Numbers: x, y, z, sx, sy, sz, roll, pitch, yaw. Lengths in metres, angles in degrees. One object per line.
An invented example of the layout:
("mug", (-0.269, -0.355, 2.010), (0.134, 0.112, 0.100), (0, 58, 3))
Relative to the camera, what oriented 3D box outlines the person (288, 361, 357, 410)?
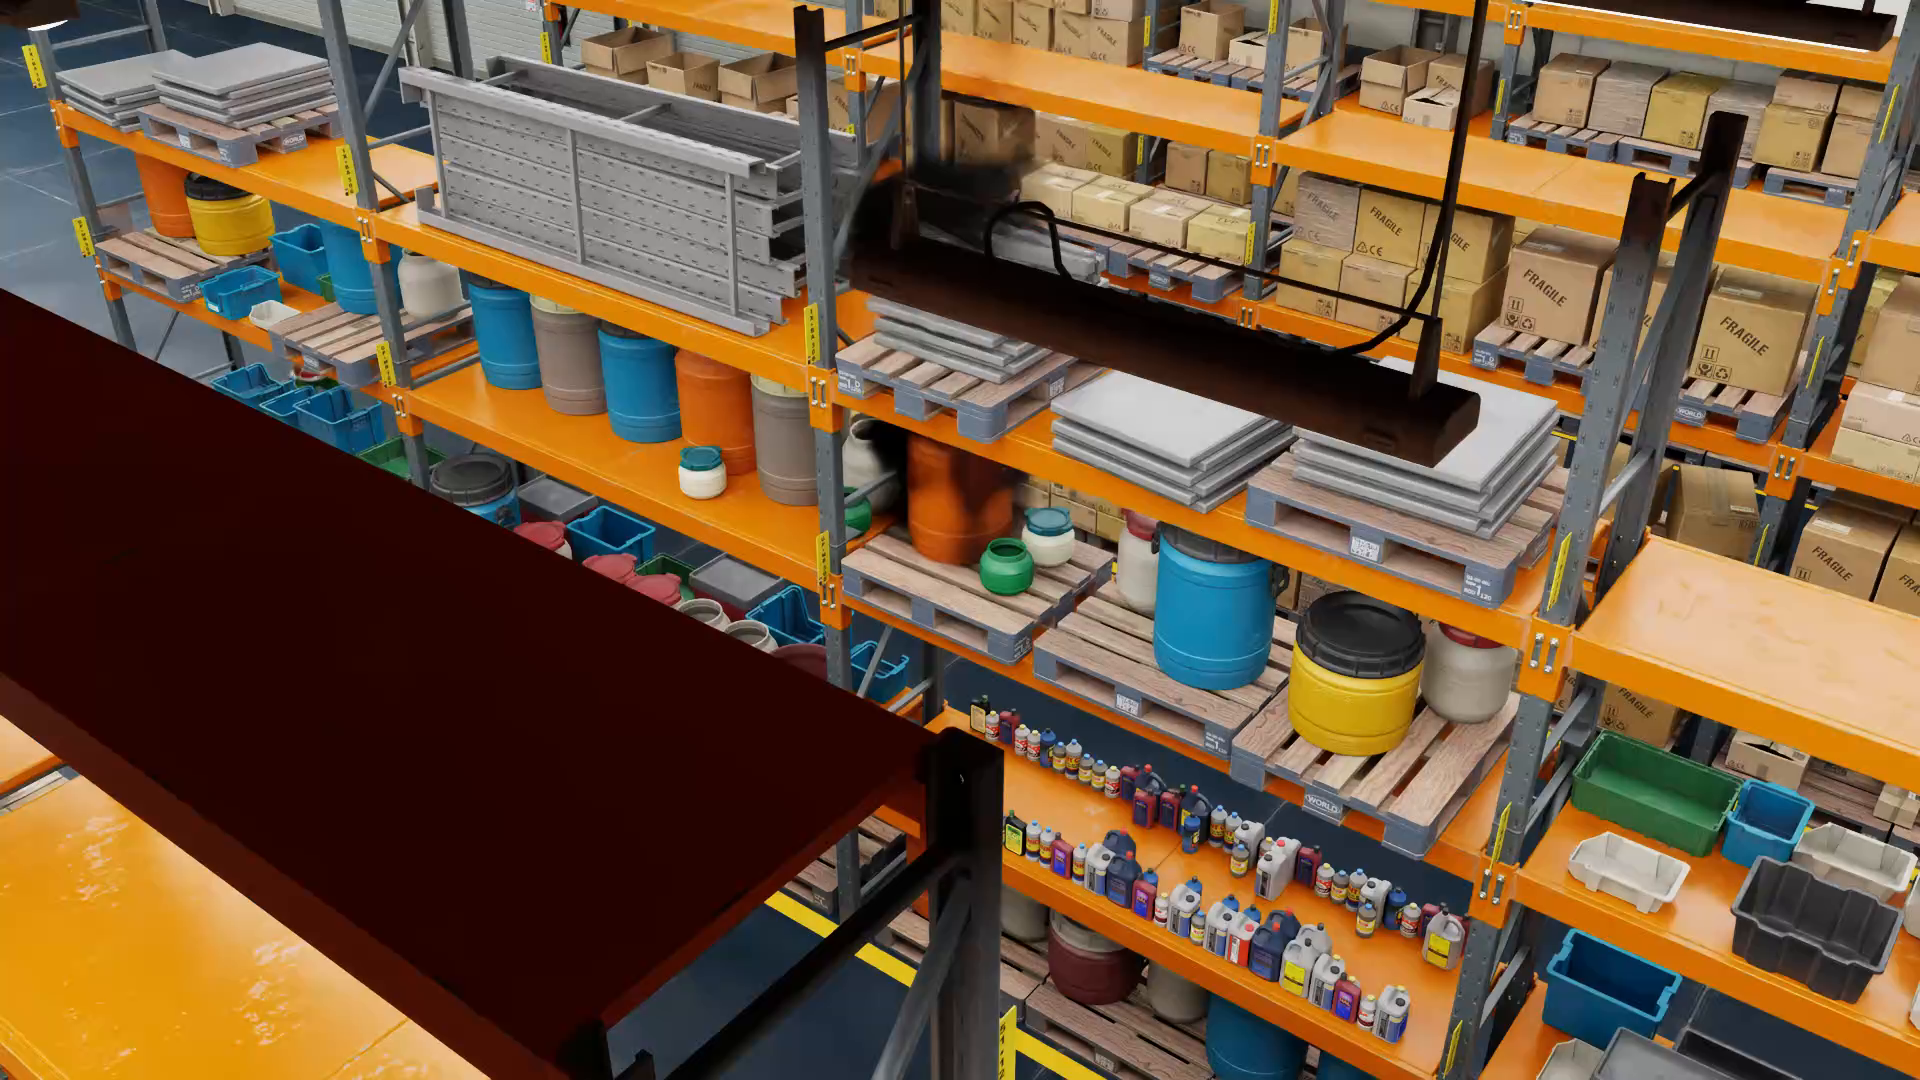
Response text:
("person", (-6.333, -1.641, 16.294), (0.678, 1.780, 0.719), (15, 35, 23))
